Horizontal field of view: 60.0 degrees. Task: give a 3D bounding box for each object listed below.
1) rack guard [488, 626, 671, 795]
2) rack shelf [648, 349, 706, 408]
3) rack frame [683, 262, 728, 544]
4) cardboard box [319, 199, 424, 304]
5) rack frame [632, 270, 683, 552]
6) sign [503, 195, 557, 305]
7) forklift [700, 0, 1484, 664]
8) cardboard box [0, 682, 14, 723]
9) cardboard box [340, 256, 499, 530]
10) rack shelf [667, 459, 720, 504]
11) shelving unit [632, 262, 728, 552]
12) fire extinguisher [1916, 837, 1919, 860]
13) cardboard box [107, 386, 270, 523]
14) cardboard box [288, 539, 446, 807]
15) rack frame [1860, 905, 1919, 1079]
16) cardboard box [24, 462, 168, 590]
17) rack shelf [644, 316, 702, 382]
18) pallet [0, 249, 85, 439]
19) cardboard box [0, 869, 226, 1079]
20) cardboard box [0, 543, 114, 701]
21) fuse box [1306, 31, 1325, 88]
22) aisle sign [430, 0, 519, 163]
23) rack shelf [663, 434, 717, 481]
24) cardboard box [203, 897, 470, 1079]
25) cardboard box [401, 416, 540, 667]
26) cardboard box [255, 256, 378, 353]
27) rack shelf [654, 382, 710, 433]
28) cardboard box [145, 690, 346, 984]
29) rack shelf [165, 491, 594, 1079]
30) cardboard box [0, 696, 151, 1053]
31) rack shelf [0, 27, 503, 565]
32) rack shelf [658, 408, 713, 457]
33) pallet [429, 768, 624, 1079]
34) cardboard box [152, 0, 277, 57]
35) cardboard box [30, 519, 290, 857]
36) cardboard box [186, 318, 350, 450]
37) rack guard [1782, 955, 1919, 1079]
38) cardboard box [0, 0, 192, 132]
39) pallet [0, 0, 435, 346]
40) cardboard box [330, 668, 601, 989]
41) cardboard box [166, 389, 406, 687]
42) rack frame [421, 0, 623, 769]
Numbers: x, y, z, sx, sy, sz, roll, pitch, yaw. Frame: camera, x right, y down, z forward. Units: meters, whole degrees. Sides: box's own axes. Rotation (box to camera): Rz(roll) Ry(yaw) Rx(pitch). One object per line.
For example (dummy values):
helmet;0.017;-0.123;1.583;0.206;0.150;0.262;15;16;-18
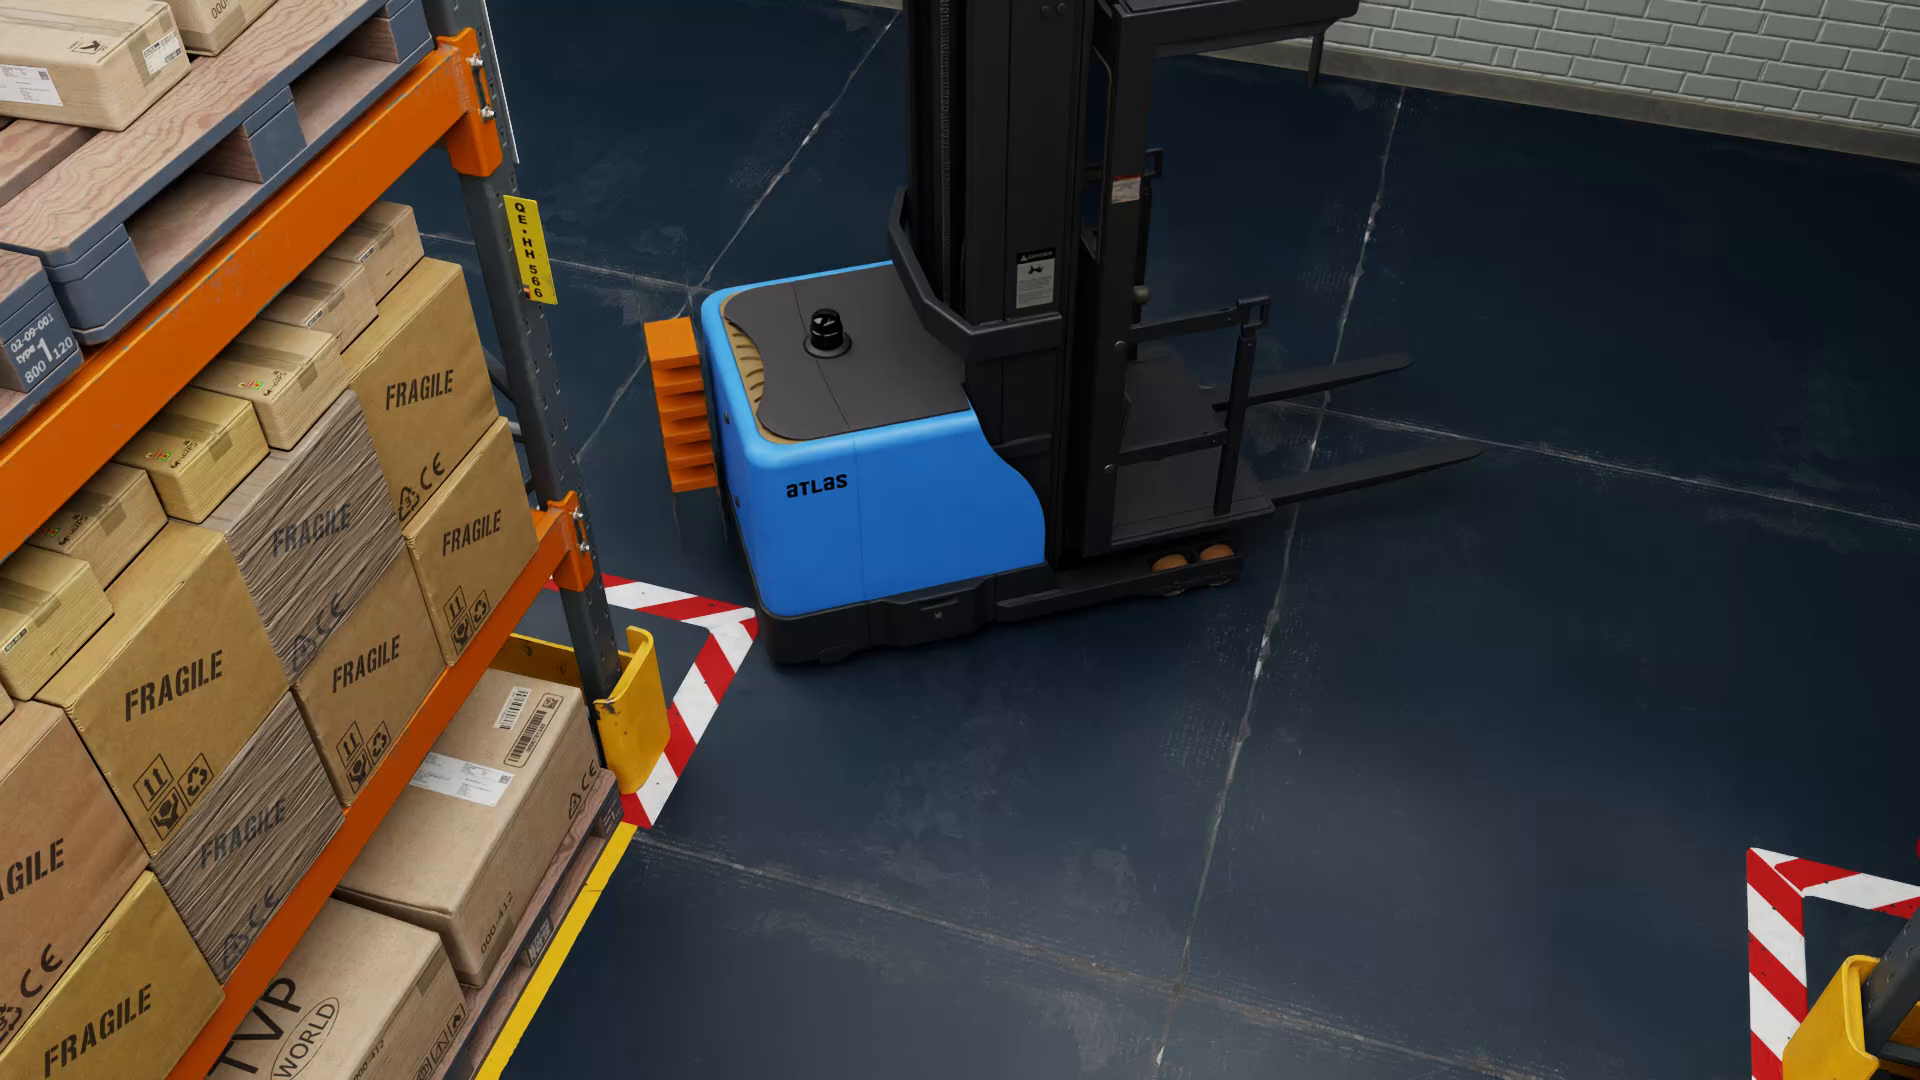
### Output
rack guard;-1.640;0.489;5.892;1.175;0.500;0.348;13;46;13
rack shelf;-1.066;-0.624;6.247;0.180;0.103;0.258;-10;44;-10
rack frame;-0.975;-0.499;6.398;0.006;1.200;0.240;-10;44;-10
cardboard box;-1.566;-0.731;4.102;0.380;0.149;0.250;13;46;13
rack frame;-1.153;-0.467;6.367;0.006;1.200;0.240;-10;44;-10
sign;-1.135;-0.762;4.387;0.100;0.325;0.005;13;46;13
forklift;0.602;-1.173;5.853;3.031;2.935;1.130;-12;46;-12
cardboard box;-1.997;0.302;3.047;0.380;0.149;0.250;14;46;14
cardboard box;-1.567;-0.409;4.237;0.500;0.500;0.500;14;46;14
rack shelf;-1.062;-0.277;6.579;0.180;0.103;0.258;-10;44;-10
shelving unit;-1.064;-0.483;6.382;0.189;1.200;0.258;-10;44;-10
fire extinguisher;2.688;0.626;4.288;0.296;0.674;0.183;13;46;13
cardboard box;-1.733;-0.208;3.568;0.380;0.149;0.250;14;46;13
cardboard box;-1.708;0.285;4.242;0.500;0.500;0.500;12;46;12
rack frame;3.084;0.661;3.930;1.000;3.000;0.127;13;46;13
cardboard box;-1.880;-0.049;3.405;0.380;0.149;0.250;12;46;12
rack shelf;-1.067;-0.711;6.164;0.180;0.103;0.258;-10;44;-10
pallet;-2.230;-0.116;2.642;1.003;0.211;1.213;13;46;13
cardboard box;-1.998;0.977;3.535;0.500;0.500;0.500;14;46;14
cardboard box;-1.900;0.131;3.221;0.380;0.149;0.250;14;46;13
fuse box;1.995;-3.149;8.744;0.539;1.711;0.414;13;46;13
aisle sign;-1.330;-1.299;4.074;0.394;0.787;0.004;13;46;13
rack shelf;-1.063;-0.364;6.496;0.180;0.103;0.258;-10;44;-10
cardboard box;-2.021;1.451;4.655;0.875;0.438;0.875;14;46;14
cardboard box;-1.542;-0.046;4.581;0.500;0.500;0.500;13;46;13
cardboard box;-1.620;-0.557;3.924;0.380;0.149;0.250;13;46;13
rack shelf;-1.065;-0.538;6.330;0.180;0.103;0.258;-10;44;-10
cardboard box;-1.854;0.630;3.890;0.500;0.500;0.500;14;46;14
rack shelf;-2.253;1.202;3.891;1.077;0.370;4.000;13;46;13
cardboard box;-2.004;0.609;3.196;0.500;0.500;0.500;12;46;12
rack shelf;-2.253;0.130;2.842;1.077;0.370;4.000;13;46;13
rack shelf;-1.064;-0.451;6.413;0.180;0.103;0.258;-10;44;-10
pallet;-1.815;1.158;5.415;1.003;0.211;1.213;13;46;13
cardboard box;-1.698;-1.273;3.497;0.500;0.250;0.500;9;45;9
cardboard box;-1.850;0.274;3.539;0.500;0.500;0.500;12;46;12
cardboard box;-1.617;-0.367;3.730;0.380;0.149;0.250;12;46;12
rack guard;3.061;1.605;4.752;1.175;0.500;0.348;13;46;13
cardboard box;-1.749;-0.941;3.230;0.380;0.149;0.250;9;45;9
pallet;-1.862;-0.932;3.476;1.003;0.211;1.213;13;46;13
cardboard box;-1.752;0.839;5.280;0.875;0.438;0.875;11;45;11
cardboard box;-1.697;-0.055;3.875;0.500;0.500;0.500;13;46;13
rack frame;-1.648;-0.388;5.002;1.000;3.000;0.127;13;46;13
